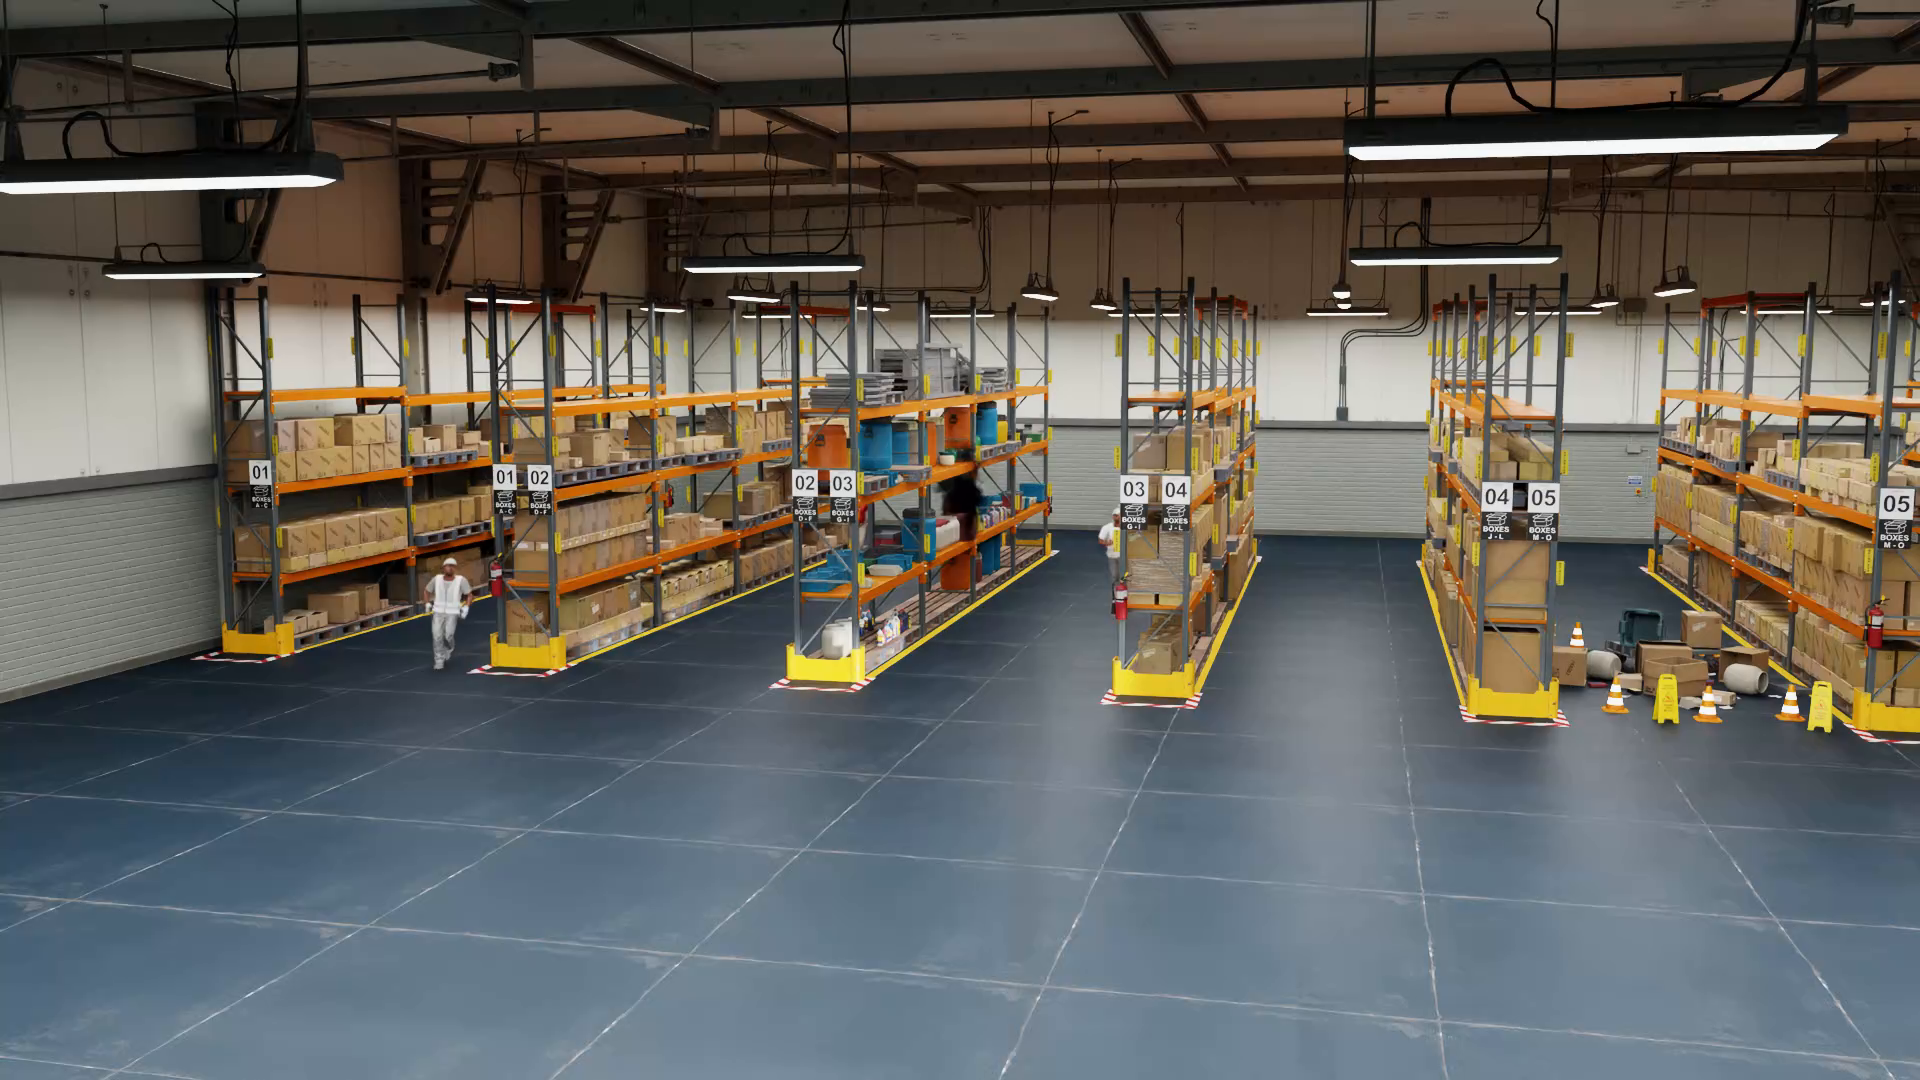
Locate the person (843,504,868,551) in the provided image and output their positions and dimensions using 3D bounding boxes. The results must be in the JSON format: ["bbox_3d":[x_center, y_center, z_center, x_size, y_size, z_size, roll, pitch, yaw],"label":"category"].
[{"bbox_3d":[-2.235,-0.246,36.292,0.655,1.713,0.770,0,7,4],"label":"person"}]

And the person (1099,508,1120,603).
[{"bbox_3d":[2.875,0.316,30.422,0.684,1.804,0.864,1,7,8],"label":"person"}]

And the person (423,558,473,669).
[{"bbox_3d":[-8.067,1.146,26.184,0.752,1.732,0.548,-1,7,-8],"label":"person"}]
